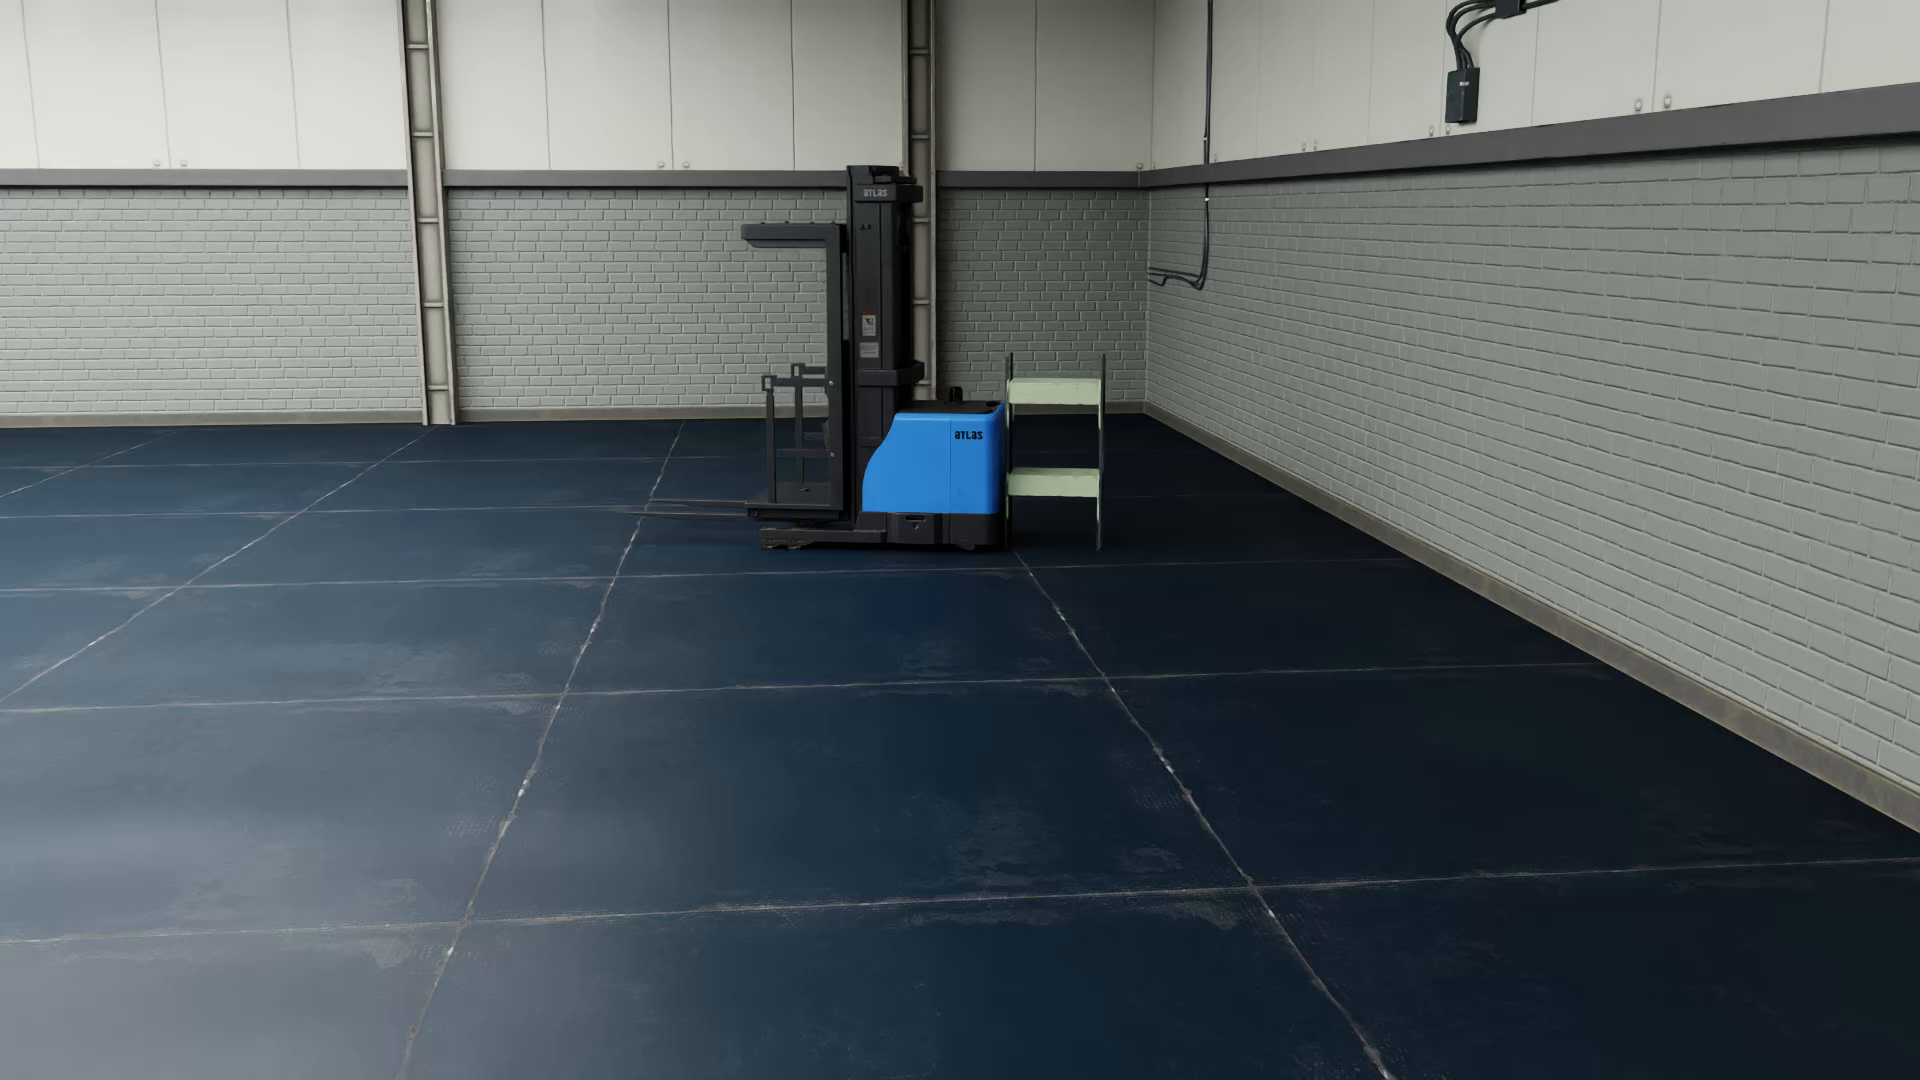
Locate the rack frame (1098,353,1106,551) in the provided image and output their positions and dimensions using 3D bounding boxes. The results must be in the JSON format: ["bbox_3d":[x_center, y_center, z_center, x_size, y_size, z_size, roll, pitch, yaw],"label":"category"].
[{"bbox_3d":[1.109,-0.689,12.986,0.023,1.500,0.400,1,11,7],"label":"rack frame"}]

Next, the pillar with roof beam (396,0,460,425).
[{"bbox_3d":[-6.014,-5.049,15.720,0.400,9.000,9.100,-1,11,-6],"label":"pillar with roof beam"}]

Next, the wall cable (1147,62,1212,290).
[{"bbox_3d":[2.558,-4.283,19.877,0.112,2.526,3.097,-1,11,-6],"label":"wall cable"}]

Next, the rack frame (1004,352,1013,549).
[{"bbox_3d":[0.383,-0.707,13.078,0.023,1.500,0.400,1,11,7],"label":"rack frame"}]

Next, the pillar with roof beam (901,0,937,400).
[{"bbox_3d":[-0.049,-5.174,16.356,0.400,9.000,9.100,-1,11,-6],"label":"pillar with roof beam"}]

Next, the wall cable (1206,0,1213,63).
[{"bbox_3d":[2.850,-6.243,16.751,0.112,2.526,3.097,-1,11,-6],"label":"wall cable"}]

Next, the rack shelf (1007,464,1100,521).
[{"bbox_3d":[0.746,-0.378,13.095,0.720,0.370,0.431,1,11,7],"label":"rack shelf"}]

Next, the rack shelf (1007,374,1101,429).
[{"bbox_3d":[0.746,-1.081,12.957,0.720,0.370,0.431,1,11,7],"label":"rack shelf"}]

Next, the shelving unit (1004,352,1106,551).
[{"bbox_3d":[0.746,-0.698,13.032,0.755,1.500,0.431,1,11,7],"label":"shelving unit"}]

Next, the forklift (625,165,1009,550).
[{"bbox_3d":[-1.139,-1.464,13.217,3.031,2.935,1.130,1,11,7],"label":"forklift"}]

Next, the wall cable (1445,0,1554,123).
[{"bbox_3d":[3.567,-5.655,9.987,0.169,6.003,2.305,-1,11,-6],"label":"wall cable"}]
